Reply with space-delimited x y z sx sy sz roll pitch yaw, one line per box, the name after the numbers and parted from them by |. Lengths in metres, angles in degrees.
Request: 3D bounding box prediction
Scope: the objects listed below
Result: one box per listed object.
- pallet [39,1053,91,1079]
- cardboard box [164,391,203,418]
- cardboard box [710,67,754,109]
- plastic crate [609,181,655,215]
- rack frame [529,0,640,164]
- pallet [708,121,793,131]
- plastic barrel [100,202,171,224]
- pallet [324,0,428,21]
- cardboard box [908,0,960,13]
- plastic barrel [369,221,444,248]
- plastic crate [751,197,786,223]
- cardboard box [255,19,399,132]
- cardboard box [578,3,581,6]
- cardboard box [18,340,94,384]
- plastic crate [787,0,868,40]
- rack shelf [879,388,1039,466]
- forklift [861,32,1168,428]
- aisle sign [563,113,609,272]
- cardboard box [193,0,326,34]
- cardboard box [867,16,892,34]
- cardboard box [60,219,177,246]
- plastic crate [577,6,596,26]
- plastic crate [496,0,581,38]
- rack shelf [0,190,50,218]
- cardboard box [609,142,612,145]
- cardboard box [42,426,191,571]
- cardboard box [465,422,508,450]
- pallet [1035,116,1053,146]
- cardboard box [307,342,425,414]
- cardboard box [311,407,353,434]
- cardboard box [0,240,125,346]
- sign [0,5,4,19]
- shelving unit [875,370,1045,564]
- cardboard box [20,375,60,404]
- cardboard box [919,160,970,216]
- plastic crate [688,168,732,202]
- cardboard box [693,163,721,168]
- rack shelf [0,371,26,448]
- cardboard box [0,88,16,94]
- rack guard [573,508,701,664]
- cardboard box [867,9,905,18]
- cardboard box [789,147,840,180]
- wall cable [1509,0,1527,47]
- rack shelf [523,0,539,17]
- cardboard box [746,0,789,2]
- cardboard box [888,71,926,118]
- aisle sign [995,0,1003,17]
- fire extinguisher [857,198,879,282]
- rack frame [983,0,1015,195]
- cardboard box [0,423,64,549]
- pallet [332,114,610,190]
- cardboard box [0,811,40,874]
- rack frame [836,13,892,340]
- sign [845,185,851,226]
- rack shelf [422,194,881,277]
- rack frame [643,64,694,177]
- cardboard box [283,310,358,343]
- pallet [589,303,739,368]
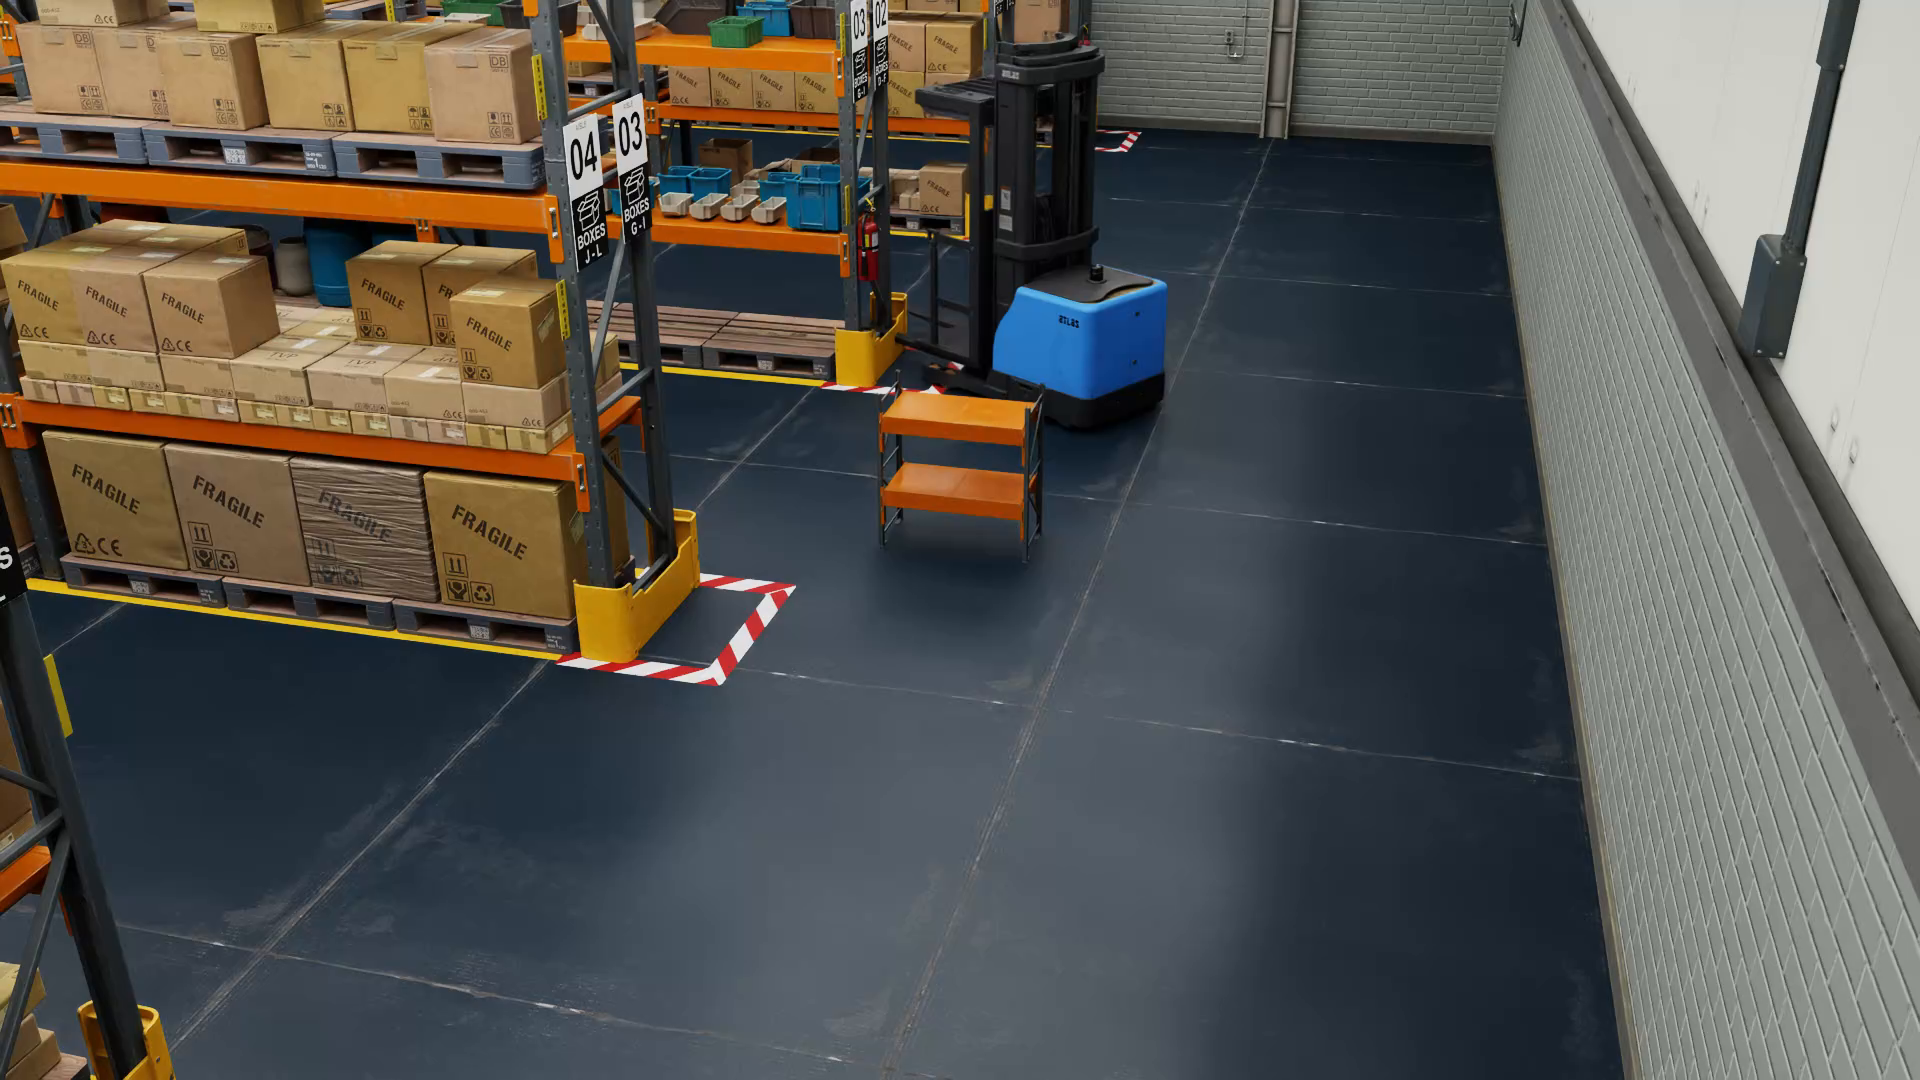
-4.225 2.339 6.474 1.213 0.211 1.003 6 26 13 | pallet
-4.698 -0.899 10.322 0.250 0.149 0.380 6 26 12 | cardboard box
-2.521 -5.240 19.033 0.500 0.500 0.500 7 26 14 | cardboard box
-2.860 -2.991 14.550 0.300 0.233 0.416 6 26 13 | plastic crate
-2.041 -3.573 8.669 0.127 3.000 1.000 6 26 13 | rack frame
-2.980 -6.272 24.559 1.213 0.211 1.003 6 26 13 | pallet
-8.077 -2.948 16.370 0.708 0.830 0.600 6 26 13 | plastic barrel
-5.464 -4.667 14.676 1.003 0.211 1.213 6 26 13 | pallet
-0.280 -7.396 23.327 0.700 0.700 0.980 5 26 10 | cardboard box
-5.204 -2.662 15.687 0.708 0.901 0.600 6 26 13 | plastic barrel
-1.642 -2.847 14.358 0.243 0.136 0.396 6 26 13 | plastic crate
-3.585 -2.678 9.556 0.500 0.500 0.700 5 26 9 | cardboard box
-5.681 -7.938 24.329 0.500 0.500 0.500 7 26 15 | cardboard box
-5.525 -1.200 10.492 0.500 0.250 0.500 6 26 12 | cardboard box
-1.111 -4.379 14.003 0.590 0.269 0.497 6 26 13 | plastic crate
0.007 -0.771 11.263 1.000 0.278 0.538 6 26 13 | rack shelf
0.317 -2.763 14.026 1.130 2.935 3.031 -23 34 -40 | forklift
-2.046 -1.906 9.121 0.004 0.787 0.394 6 26 13 | aisle sign
-3.994 -3.058 9.482 0.500 0.250 0.500 5 26 11 | cardboard box
-1.062 -5.525 18.469 0.500 0.500 0.500 7 26 14 | cardboard box
-5.403 -1.760 10.795 0.500 0.500 0.500 7 26 14 | cardboard box
-3.354 -4.612 14.648 0.466 0.136 0.293 6 26 13 | plastic crate
-3.546 -4.403 14.053 0.590 0.269 0.497 6 26 13 | plastic crate
-10.492 -3.672 16.693 4.000 0.370 1.077 6 26 13 | rack shelf
-4.470 -4.477 19.941 0.500 0.500 0.500 6 26 13 | cardboard box
-5.295 -0.419 11.006 0.875 0.875 0.875 6 26 13 | cardboard box
-2.720 -0.679 9.862 0.250 0.149 0.380 7 26 14 | cardboard box
0.867 -5.845 23.664 1.213 0.211 1.003 6 26 13 | pallet
-3.560 -0.982 10.032 0.500 0.250 0.500 5 26 11 | cardboard box
-3.708 -0.789 10.091 0.250 0.149 0.380 6 26 13 | cardboard box
-5.514 -1.540 10.334 0.500 0.500 0.500 6 26 13 | cardboard box
-8.685 -4.860 14.984 0.005 0.325 0.100 6 26 13 | sign
0.007 -0.507 11.388 1.048 1.125 0.538 6 26 13 | shelving unit
-5.711 -1.009 10.555 0.250 0.149 0.380 6 26 13 | cardboard box
-0.158 -4.014 18.970 0.500 0.500 0.500 6 26 13 | cardboard box
-2.239 -3.183 14.952 0.300 0.233 0.416 6 26 13 | plastic crate
-3.091 -4.266 19.719 0.500 0.311 0.500 6 26 13 | cardboard box
-7.852 -1.182 11.462 4.000 0.370 1.077 6 26 13 | rack shelf
-12.662 -5.629 21.803 0.500 0.500 0.500 6 26 13 | cardboard box
-2.017 0.267 10.490 0.348 0.500 1.175 6 26 13 | rack guard
-0.925 -5.751 18.942 0.500 0.500 0.500 7 26 14 | cardboard box
-1.623 -4.289 19.544 0.637 0.503 0.797 6 26 13 | cardboard box
7.049 -7.604 20.746 0.112 2.526 3.097 6 26 13 | wall cable
-3.978 -3.282 9.359 4.000 0.370 1.077 6 26 13 | rack shelf
-2.723 -7.612 23.646 0.500 0.500 0.500 6 26 12 | cardboard box
-0.575 -5.022 18.575 0.500 0.500 0.500 7 26 13 | cardboard box
0.420 -6.027 17.778 0.004 0.787 0.394 6 26 13 | aisle sign
-0.774 -2.518 13.955 0.183 0.674 0.296 6 26 13 | fire extinguisher
0.430 -4.988 18.620 0.127 3.000 1.000 6 26 13 | rack frame
-6.539 -0.583 11.351 0.875 0.875 1.225 6 26 13 | cardboard box
-2.762 -2.254 9.490 1.213 0.211 1.003 6 26 13 | pallet
-3.606 1.132 6.057 0.250 0.149 0.380 6 26 13 | cardboard box
-0.807 -2.927 14.290 0.127 3.000 1.000 6 26 13 | rack frame
-0.928 -2.770 13.770 0.005 0.325 0.100 6 26 13 | sign
-2.744 -2.816 14.894 4.000 0.370 1.077 6 26 13 | rack shelf
-3.444 -5.417 19.520 0.127 3.000 1.000 6 26 13 | rack frame
-3.936 -1.257 10.611 0.500 0.250 0.500 6 26 12 | cardboard box
-2.774 -1.904 15.384 1.213 0.211 1.003 6 26 13 | pallet
